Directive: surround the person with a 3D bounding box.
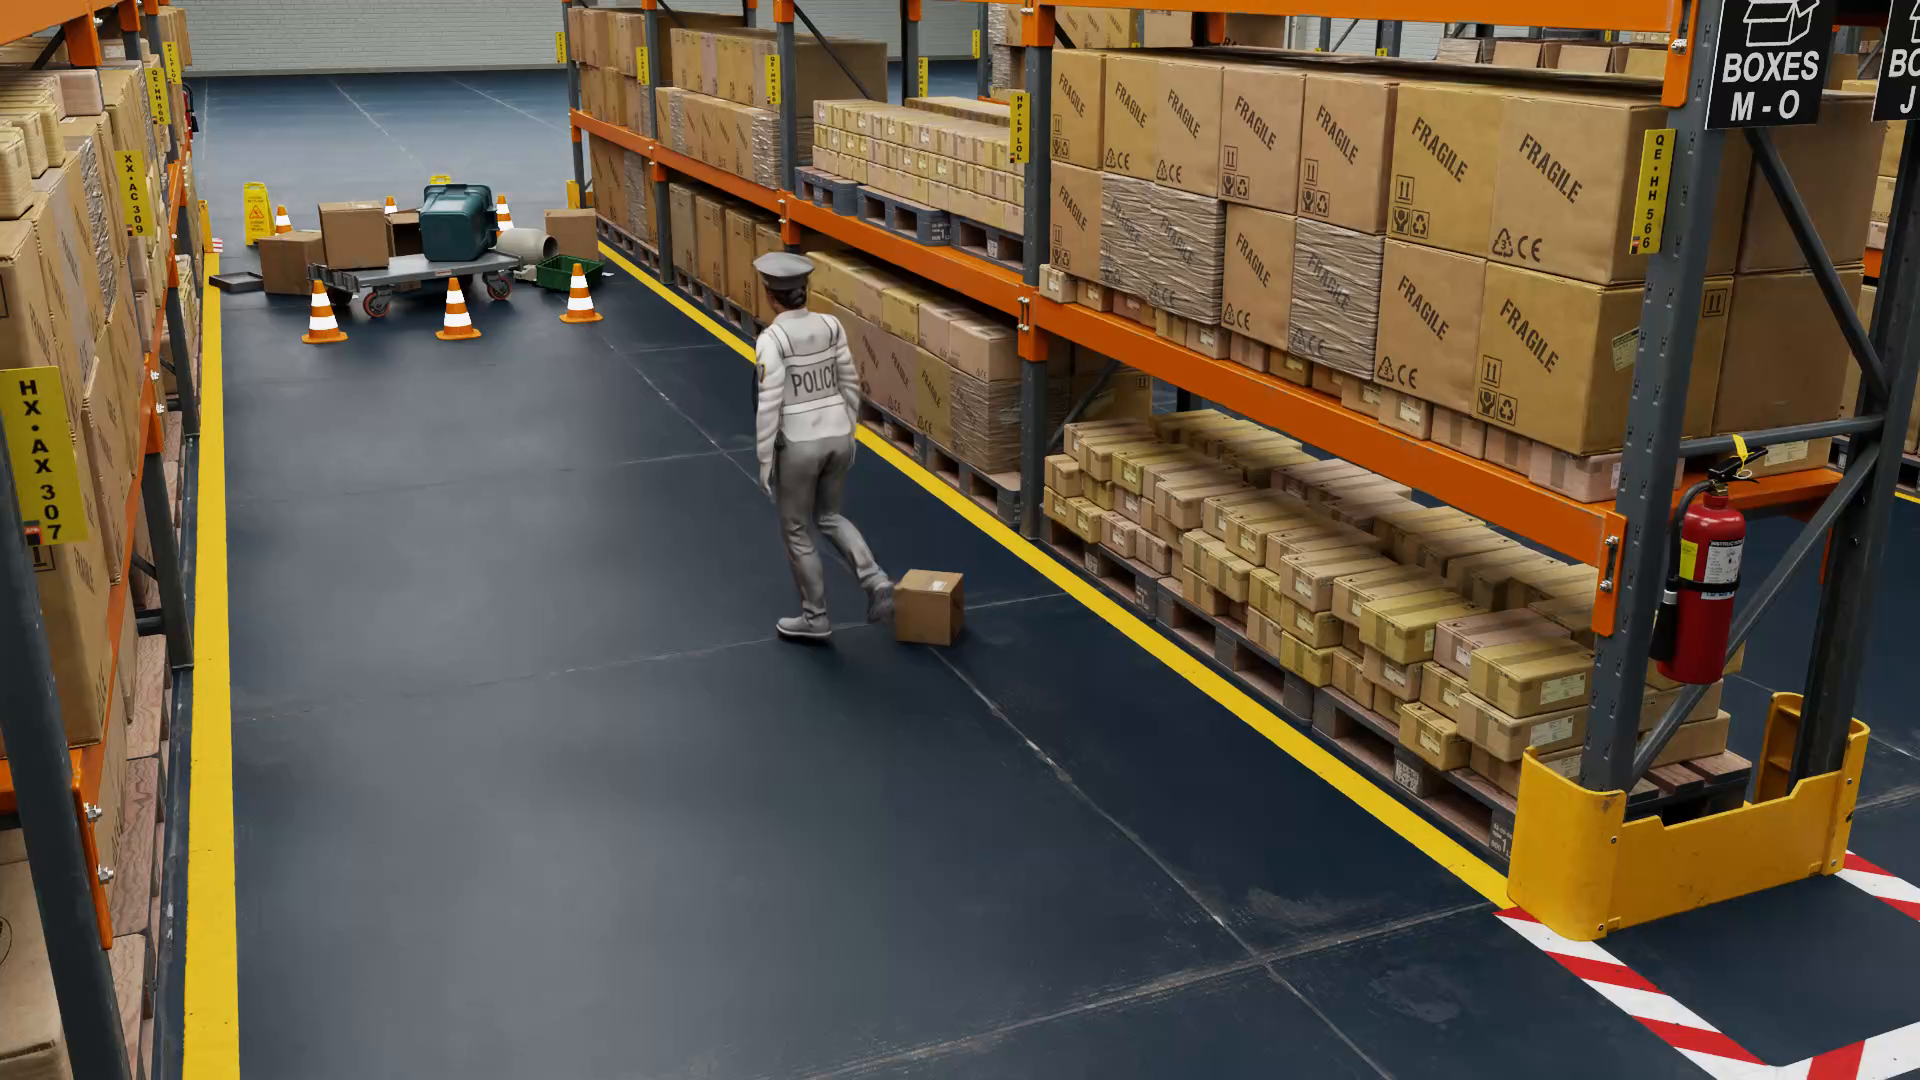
[{"bbox_3d":[-0.587,-0.367,7.085,0.592,1.661,0.535,17,25,40],"label":"person"}]
